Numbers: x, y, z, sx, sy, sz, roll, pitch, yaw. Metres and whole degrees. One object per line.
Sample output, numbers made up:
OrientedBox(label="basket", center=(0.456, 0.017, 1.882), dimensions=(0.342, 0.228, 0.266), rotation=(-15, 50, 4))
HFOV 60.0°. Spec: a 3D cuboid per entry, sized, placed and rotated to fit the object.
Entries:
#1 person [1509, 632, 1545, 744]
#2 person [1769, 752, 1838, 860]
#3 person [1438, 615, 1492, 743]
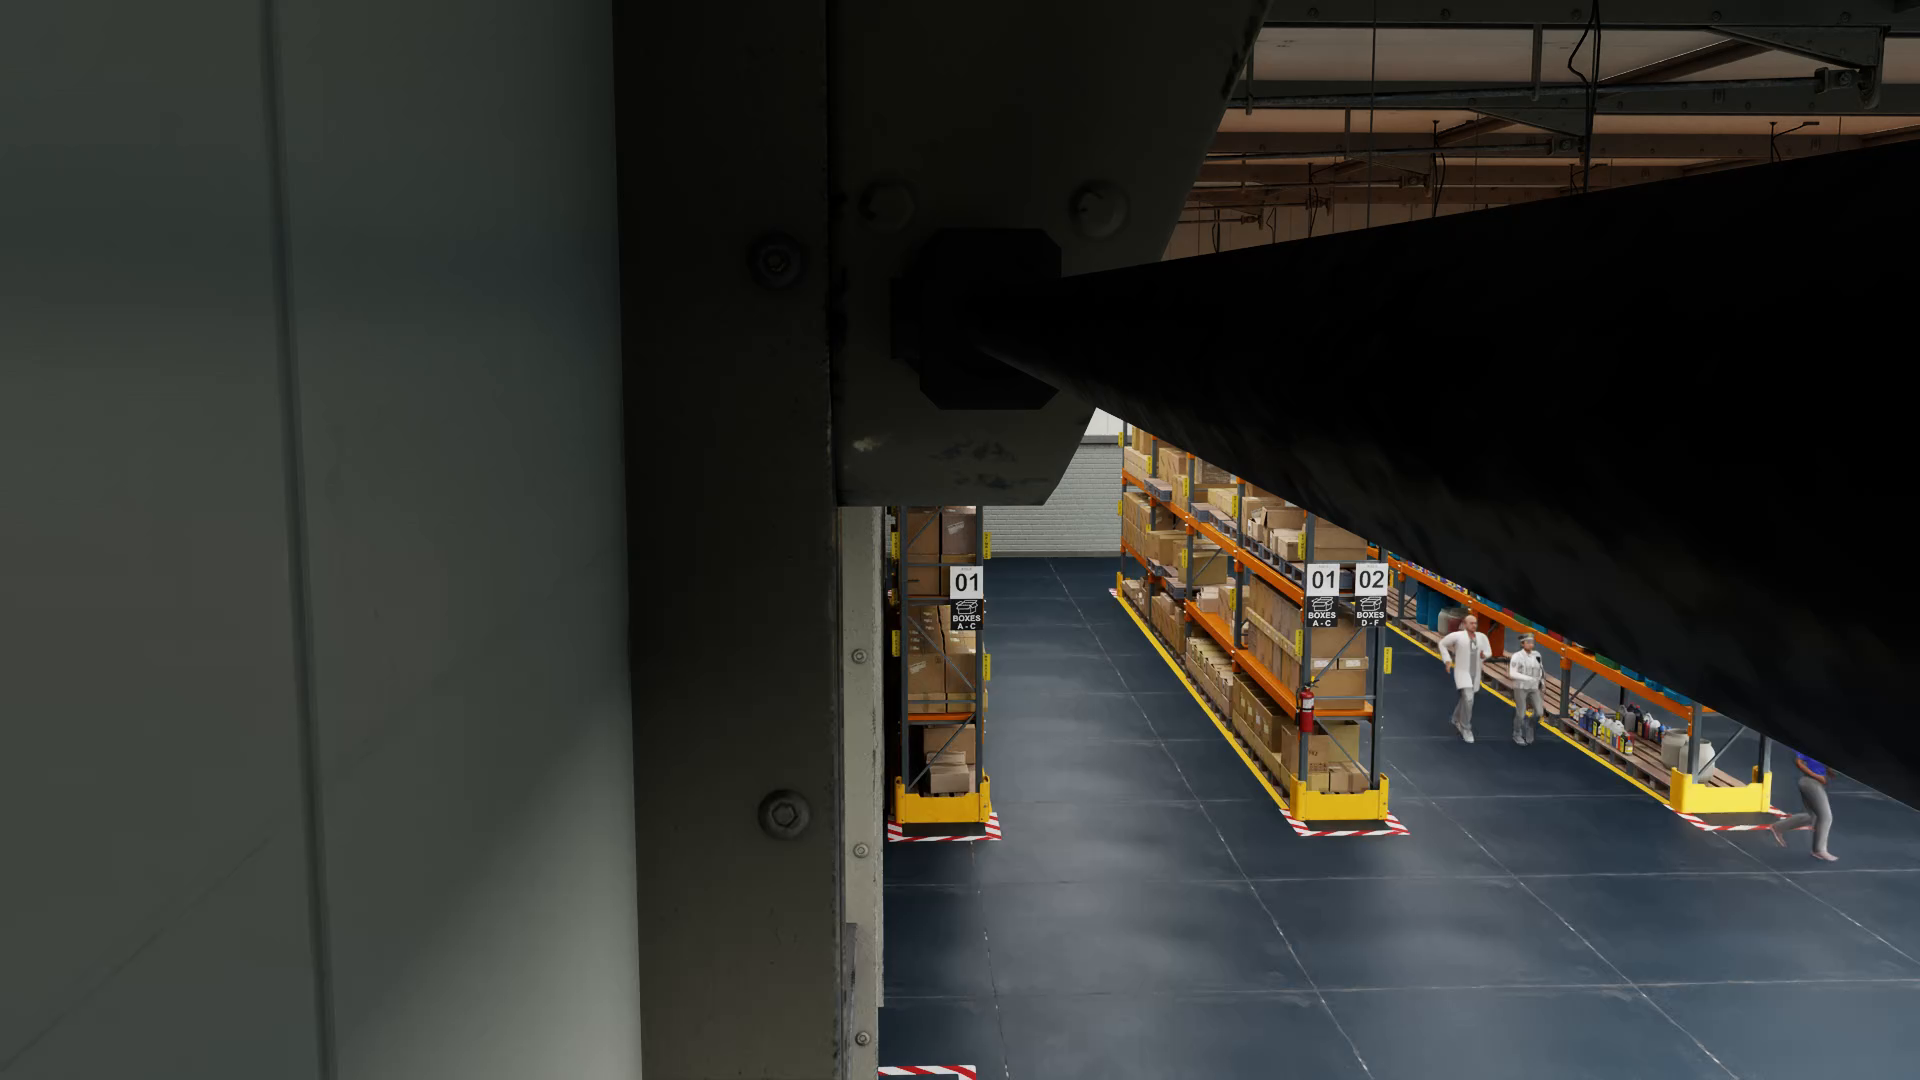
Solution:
OrientedBox(label="person", center=(8.179, 2.145, 23.911), dimensions=(0.590, 1.660, 0.619), rotation=(-1, 8, -4))
OrientedBox(label="person", center=(9.846, 2.861, 19.291), dimensions=(0.732, 1.646, 0.597), rotation=(5, 9, 32))
OrientedBox(label="person", center=(7.473, 2.015, 24.502), dimensions=(0.685, 1.844, 0.796), rotation=(-2, 8, -15))
